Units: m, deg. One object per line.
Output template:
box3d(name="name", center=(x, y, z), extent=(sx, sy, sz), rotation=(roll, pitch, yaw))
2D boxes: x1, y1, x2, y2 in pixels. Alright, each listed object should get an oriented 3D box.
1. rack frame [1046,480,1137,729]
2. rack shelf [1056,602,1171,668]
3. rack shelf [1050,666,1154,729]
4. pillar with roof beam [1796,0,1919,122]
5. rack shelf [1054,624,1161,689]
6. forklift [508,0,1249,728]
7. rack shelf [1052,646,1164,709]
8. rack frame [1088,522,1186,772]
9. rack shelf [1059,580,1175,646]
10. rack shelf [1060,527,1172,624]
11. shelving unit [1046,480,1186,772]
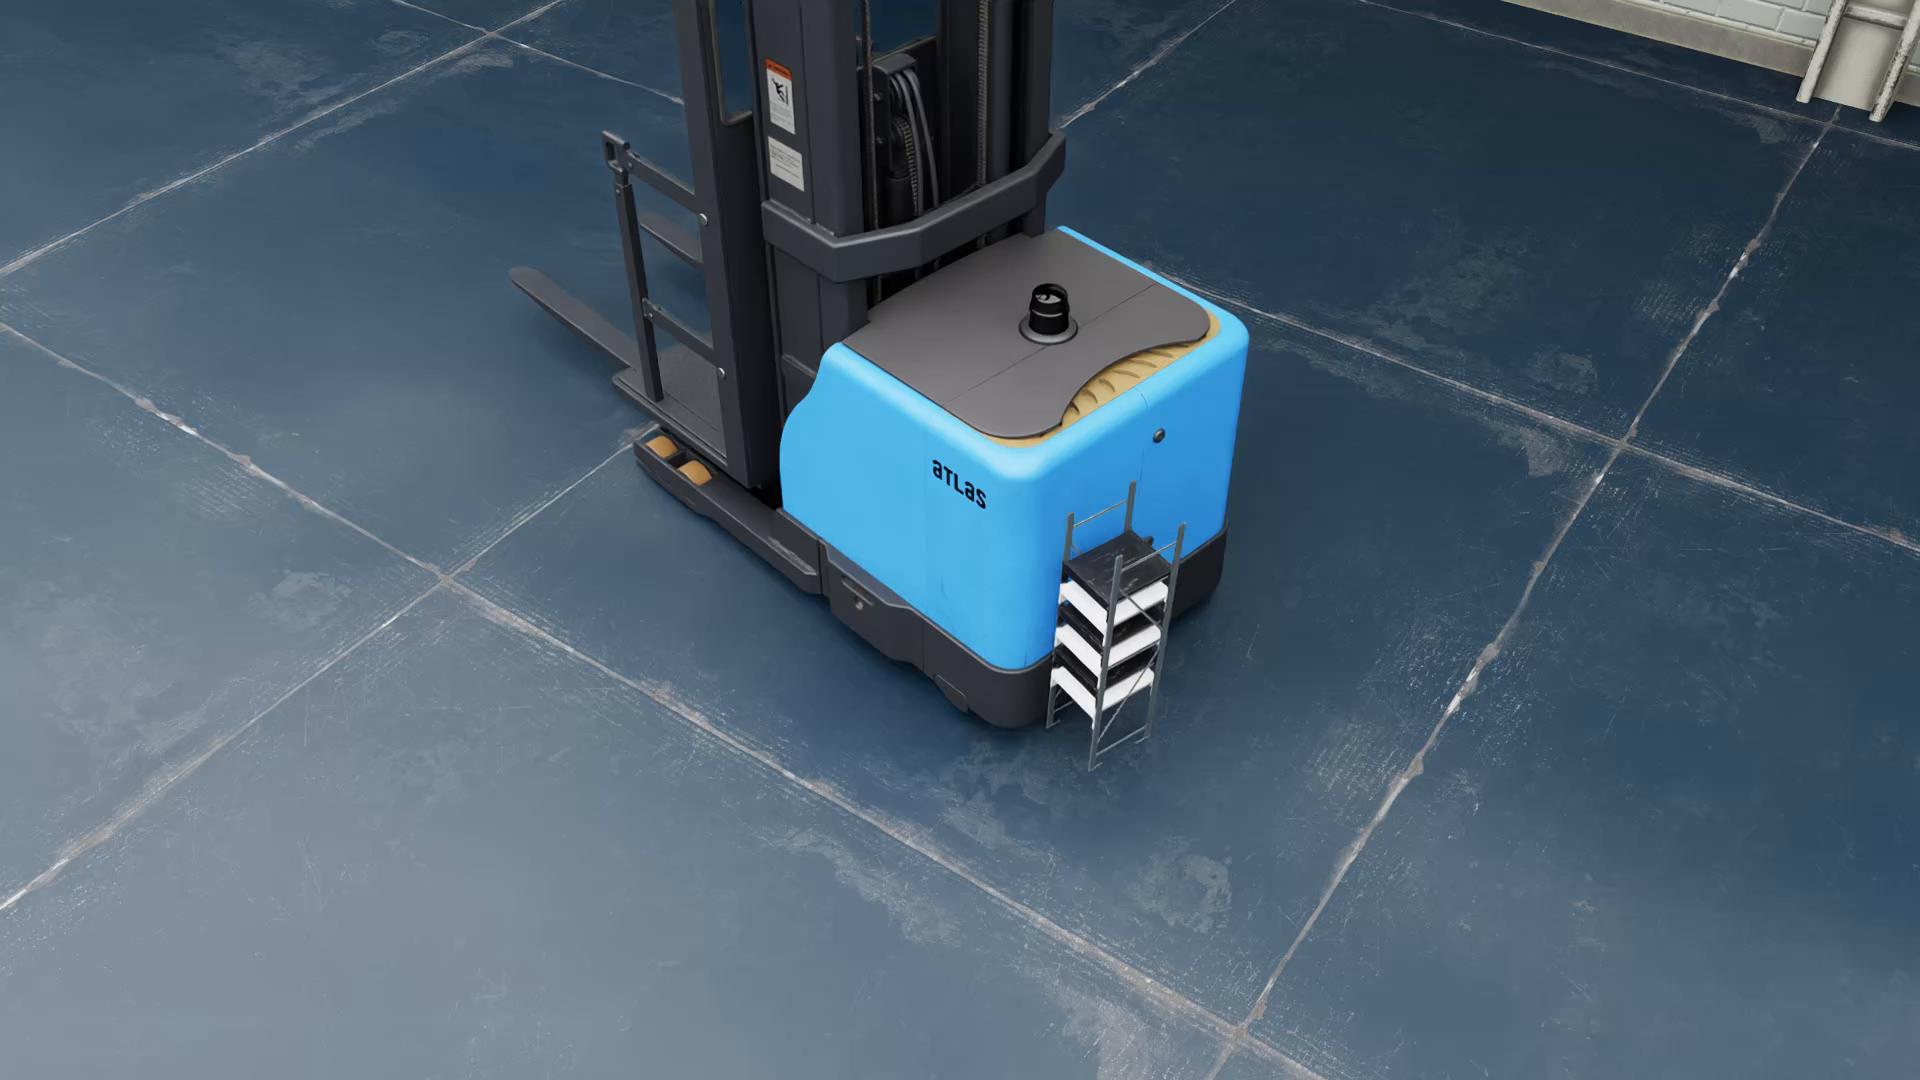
box3d(name="rack frame", center=(0.375, 0.206, 4.830), extent=(0.240, 0.900, 0.006), rotation=(-26, 51, -26))
box3d(name="rack shelf", center=(0.436, 0.224, 4.733), extent=(0.258, 0.077, 0.200), rotation=(-26, 51, -26))
box3d(name="rack shelf", center=(0.428, 0.418, 4.920), extent=(0.258, 0.077, 0.200), rotation=(-26, 51, -26))
box3d(name="pillar with roof beam", center=(1.881, -3.171, 2.546), extent=(0.400, 9.000, 9.100), rotation=(25, 48, 25))
box3d(name="rack shelf", center=(0.433, 0.289, 4.795), extent=(0.258, 0.077, 0.200), rotation=(-26, 51, -26))
box3d(name="forklift", center=(-0.515, -1.415, 5.133), extent=(1.130, 2.935, 3.031), rotation=(-32, 51, -31))
box3d(name="rack shelf", center=(0.431, 0.353, 4.858), extent=(0.258, 0.077, 0.200), rotation=(-26, 51, -26))
box3d(name="rack frame", center=(0.494, 0.323, 4.714), extent=(0.240, 0.900, 0.006), rotation=(-26, 51, -26))
box3d(name="rack shelf", center=(0.438, 0.160, 4.670), extent=(0.258, 0.077, 0.200), rotation=(-26, 51, -26))
box3d(name="rack shelf", center=(0.441, 0.095, 4.608), extent=(0.258, 0.077, 0.200), rotation=(-26, 51, -26))
box3d(name="shelving unit", center=(0.434, 0.265, 4.772), extent=(0.258, 0.900, 0.210), rotation=(-26, 51, -26))
